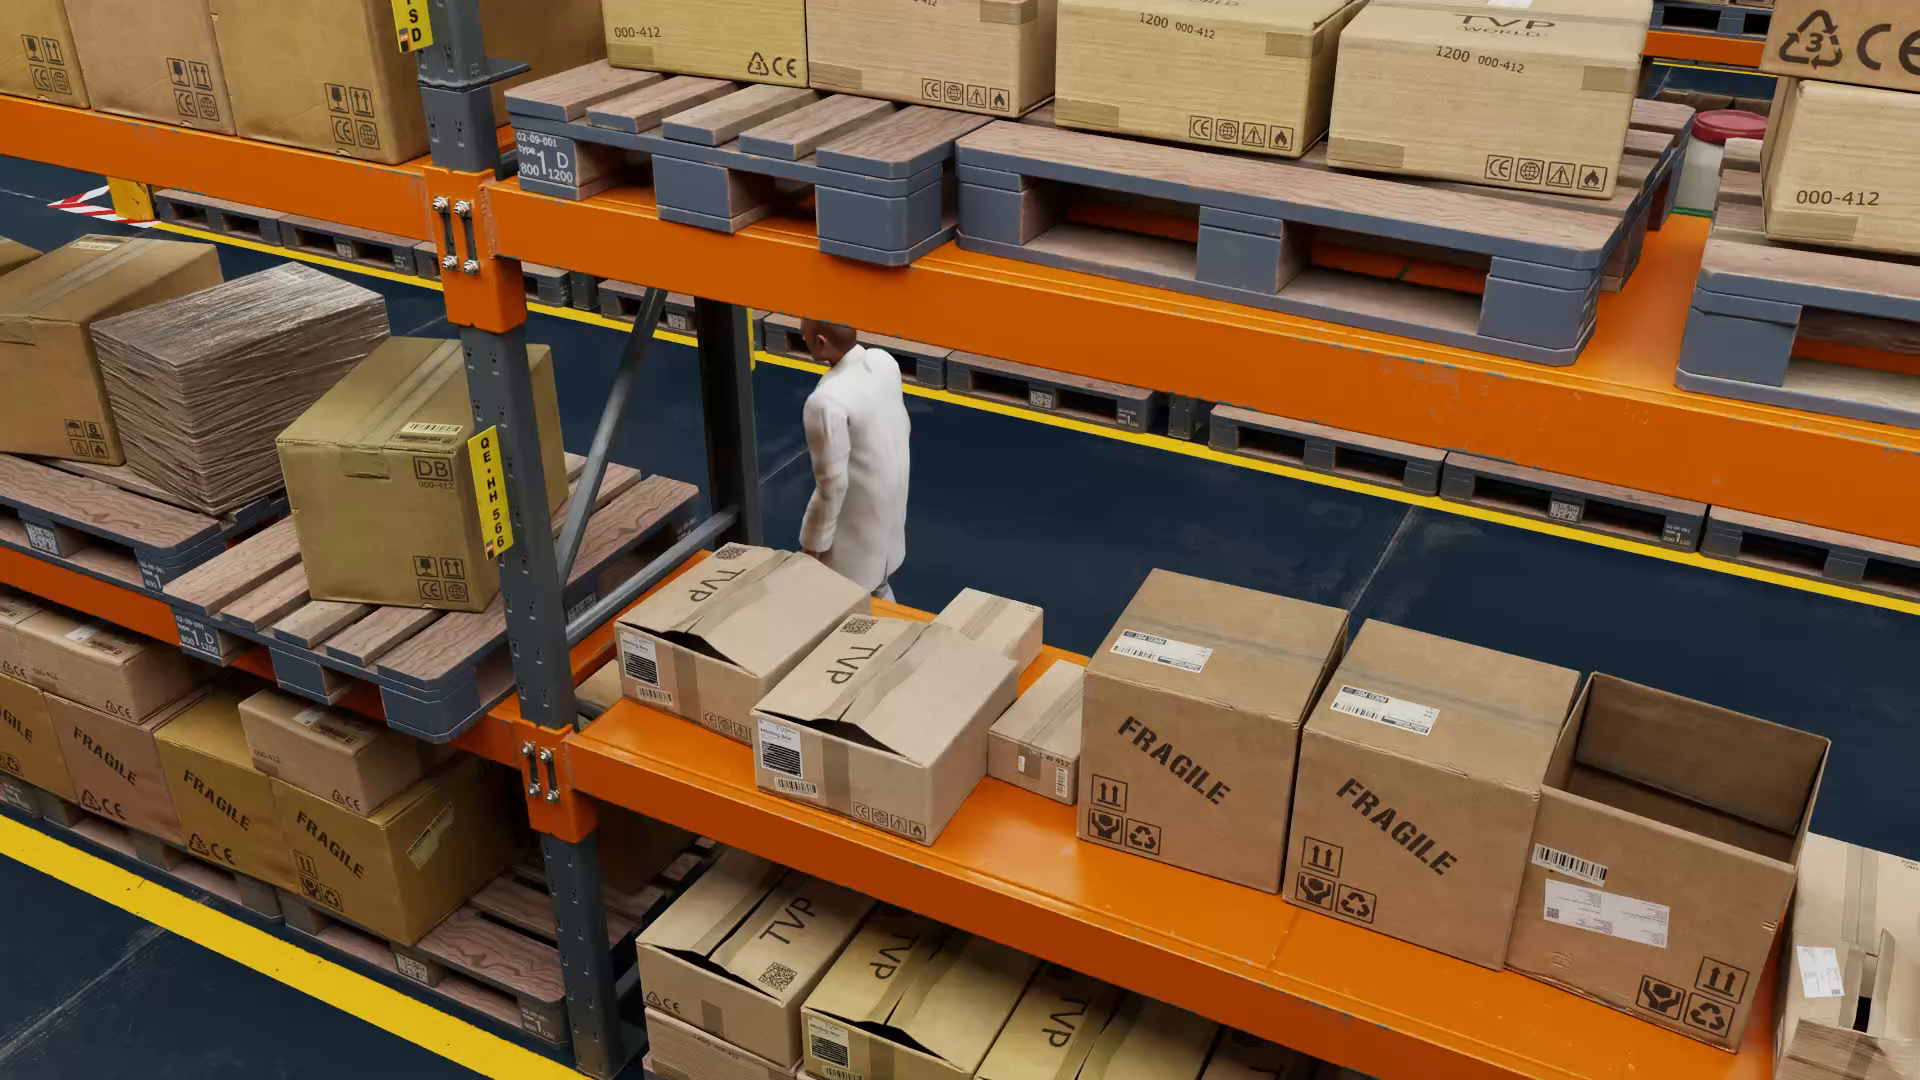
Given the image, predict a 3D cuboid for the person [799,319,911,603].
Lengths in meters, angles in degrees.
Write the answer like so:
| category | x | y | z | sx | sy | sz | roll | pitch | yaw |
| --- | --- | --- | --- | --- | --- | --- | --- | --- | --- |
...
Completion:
| category | x | y | z | sx | sy | sz | roll | pitch | yaw |
| --- | --- | --- | --- | --- | --- | --- | --- | --- | --- |
| person | -0.410 | -0.090 | 6.303 | 0.427 | 1.773 | 0.640 | 14 | 32 | 22 |
